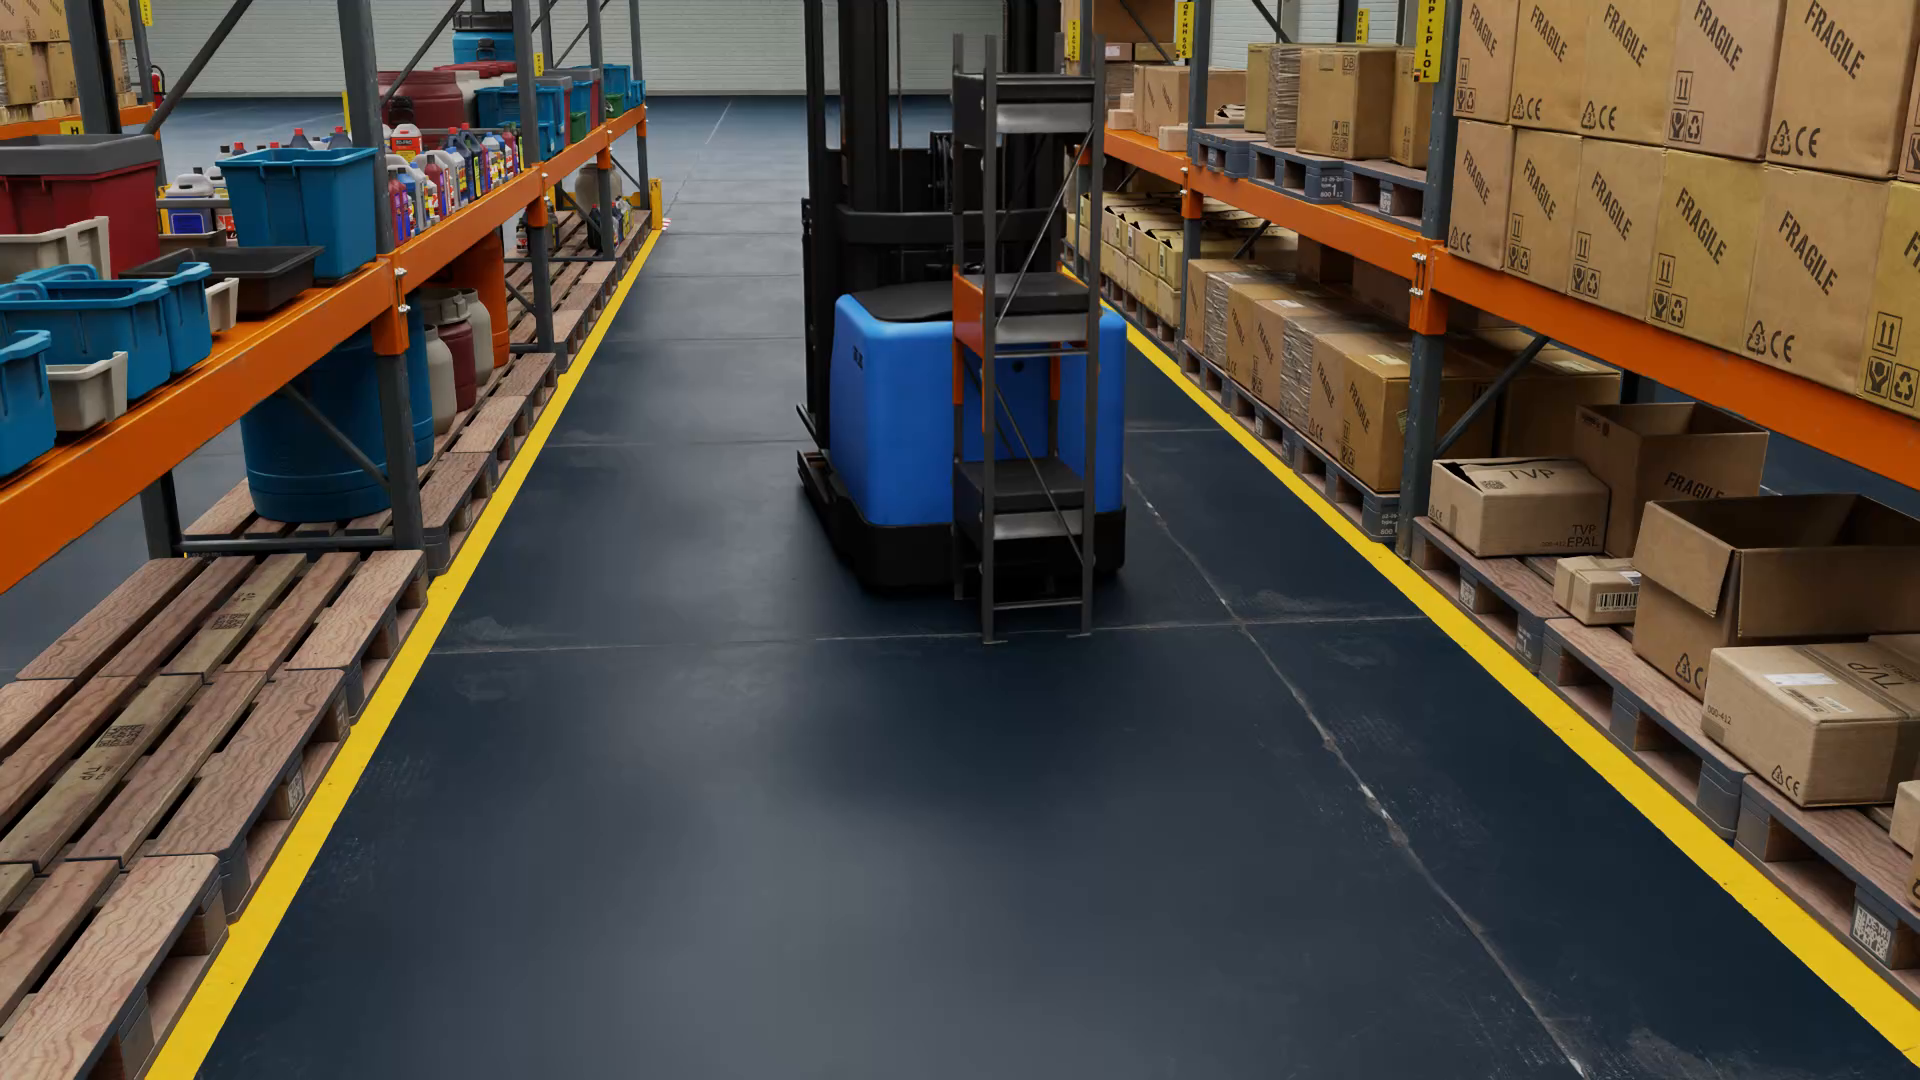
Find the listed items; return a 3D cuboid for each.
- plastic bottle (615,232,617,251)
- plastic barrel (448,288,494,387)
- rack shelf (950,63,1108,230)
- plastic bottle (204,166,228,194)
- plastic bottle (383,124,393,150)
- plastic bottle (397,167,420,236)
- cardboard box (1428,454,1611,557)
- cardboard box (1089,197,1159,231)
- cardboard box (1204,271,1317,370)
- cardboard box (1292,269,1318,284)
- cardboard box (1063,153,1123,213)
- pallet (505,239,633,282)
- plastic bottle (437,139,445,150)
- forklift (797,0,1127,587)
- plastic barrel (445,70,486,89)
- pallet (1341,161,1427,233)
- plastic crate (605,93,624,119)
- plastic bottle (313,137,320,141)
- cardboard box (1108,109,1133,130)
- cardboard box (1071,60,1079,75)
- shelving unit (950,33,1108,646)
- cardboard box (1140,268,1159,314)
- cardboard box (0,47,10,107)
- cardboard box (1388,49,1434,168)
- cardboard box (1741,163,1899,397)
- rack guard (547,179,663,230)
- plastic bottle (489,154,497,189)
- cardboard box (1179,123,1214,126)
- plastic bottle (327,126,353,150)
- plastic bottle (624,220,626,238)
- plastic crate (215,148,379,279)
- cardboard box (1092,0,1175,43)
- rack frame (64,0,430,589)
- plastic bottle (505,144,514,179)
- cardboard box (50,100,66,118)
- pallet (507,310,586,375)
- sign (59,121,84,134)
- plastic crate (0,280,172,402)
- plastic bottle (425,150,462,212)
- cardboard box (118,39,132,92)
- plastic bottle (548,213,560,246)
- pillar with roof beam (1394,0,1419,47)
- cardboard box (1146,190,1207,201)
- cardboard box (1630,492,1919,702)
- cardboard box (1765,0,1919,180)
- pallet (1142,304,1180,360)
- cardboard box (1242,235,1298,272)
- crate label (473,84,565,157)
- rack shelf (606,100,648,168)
[{"bbox_3d":[-3.030,-2.614,14.433,0.097,0.201,0.097,0,17,0],"label":"plastic bottle"},{"bbox_3d":[-2.796,-1.111,9.162,0.421,0.512,0.421,0,17,0],"label":"plastic barrel"},{"bbox_3d":[0.226,-1.361,5.717,0.431,0.518,0.480,-4,18,-12],"label":"rack shelf"},{"bbox_3d":[-2.997,-1.374,6.753,0.152,0.276,0.135,-2,18,-6],"label":"plastic bottle"},{"bbox_3d":[-3.287,-2.211,9.418,0.152,0.276,0.135,-2,18,-6],"label":"plastic bottle"},{"bbox_3d":[-2.265,-1.381,6.782,0.097,0.271,0.097,0,17,0],"label":"plastic bottle"},{"bbox_3d":[2.158,-0.164,6.447,0.500,0.311,0.500,-2,18,-6],"label":"cardboard box"},{"bbox_3d":[1.346,-2.628,13.494,0.500,0.311,0.500,-2,18,-6],"label":"cardboard box"},{"bbox_3d":[1.739,-1.278,9.678,0.500,0.500,0.500,-2,18,-8],"label":"cardboard box"},{"bbox_3d":[2.247,-1.307,9.770,0.500,0.500,0.500,-1,17,-3],"label":"cardboard box"},{"bbox_3d":[1.199,-3.279,15.252,0.500,0.500,0.500,-2,18,-6],"label":"cardboard box"},{"bbox_3d":[-3.451,-2.471,14.697,1.003,0.211,1.213,-2,18,-6],"label":"pallet"},{"bbox_3d":[-2.551,-1.846,8.243,0.061,0.283,0.133,-2,18,-6],"label":"plastic bottle"},{"bbox_3d":[-0.165,-1.621,7.448,1.130,2.935,3.031,-4,18,-12],"label":"forklift"},{"bbox_3d":[-3.372,-2.887,11.180,0.421,0.512,0.421,0,17,0],"label":"plastic barrel"},{"bbox_3d":[2.356,-1.519,7.327,1.003,0.211,1.213,-2,18,-6],"label":"pallet"},{"bbox_3d":[-3.282,-3.913,14.985,0.450,0.188,0.662,-2,18,-6],"label":"plastic crate"},{"bbox_3d":[-3.213,-1.868,8.316,0.061,0.283,0.133,-2,18,-6],"label":"plastic bottle"},{"bbox_3d":[1.393,-3.362,13.298,0.380,0.149,0.250,-2,18,-6],"label":"cardboard box"},{"bbox_3d":[1.392,-4.089,15.027,0.700,0.500,0.500,-2,18,-6],"label":"cardboard box"},{"bbox_3d":[0.226,-0.707,5.922,0.431,2.100,0.503,-4,18,-12],"label":"shelving unit"},{"bbox_3d":[1.564,-1.752,11.639,0.500,0.250,0.500,-2,18,-6],"label":"cardboard box"},{"bbox_3d":[-8.334,-3.773,13.524,0.875,0.500,0.500,-2,18,-6],"label":"cardboard box"},{"bbox_3d":[2.369,-1.968,7.570,0.700,0.500,0.500,1,17,3],"label":"cardboard box"},{"bbox_3d":[2.322,-0.653,4.083,0.500,0.500,0.500,-2,18,-5],"label":"cardboard box"},{"bbox_3d":[-3.781,-3.578,17.741,1.175,0.500,0.348,-2,18,-6],"label":"rack guard"},{"bbox_3d":[-2.466,-1.929,8.645,0.097,0.201,0.097,0,17,0],"label":"plastic bottle"},{"bbox_3d":[1.730,-2.819,11.568,0.380,0.149,0.250,0,17,-2],"label":"cardboard box"},{"bbox_3d":[-2.994,-1.830,8.081,0.144,0.351,0.185,-2,18,-6],"label":"plastic bottle"},{"bbox_3d":[-3.119,-2.870,15.248,0.097,0.201,0.097,0,17,0],"label":"plastic bottle"},{"bbox_3d":[-2.210,-1.109,5.630,0.392,0.384,0.575,-2,18,-6],"label":"plastic crate"},{"bbox_3d":[1.453,-4.551,14.333,0.700,0.500,0.500,-2,18,-5],"label":"cardboard box"},{"bbox_3d":[-2.598,-1.217,6.046,1.000,3.000,0.127,-2,18,-6],"label":"rack frame"},{"bbox_3d":[-2.527,-2.103,9.199,0.097,0.201,0.097,0,17,0],"label":"plastic bottle"},{"bbox_3d":[-8.240,-3.847,14.844,0.380,0.149,0.250,-2,18,-6],"label":"cardboard box"},{"bbox_3d":[-3.051,-1.310,10.998,1.003,0.211,1.213,-2,18,-6],"label":"pallet"},{"bbox_3d":[-3.145,-1.333,5.952,0.100,0.325,0.005,-2,18,-6],"label":"sign"},{"bbox_3d":[-2.019,-0.450,3.782,0.416,0.233,0.300,-2,18,-6],"label":"plastic crate"},{"bbox_3d":[-2.386,-1.652,7.640,0.152,0.276,0.135,-2,18,-6],"label":"plastic bottle"},{"bbox_3d":[-8.732,-4.664,16.362,0.875,0.500,0.500,-2,18,-6],"label":"cardboard box"},{"bbox_3d":[-3.651,-2.763,14.783,0.152,0.276,0.135,-2,18,-6],"label":"plastic bottle"},{"bbox_3d":[2.051,-9.433,22.201,9.100,9.000,0.400,-2,18,-6],"label":"pillar with roof beam"},{"bbox_3d":[1.832,-2.797,14.030,0.500,0.311,0.500,-2,18,-6],"label":"cardboard box"},{"bbox_3d":[2.529,0.172,5.055,0.797,0.503,0.637,-2,18,-6],"label":"cardboard box"},{"bbox_3d":[2.312,-1.131,3.935,0.500,0.500,0.500,-1,17,-4],"label":"cardboard box"},{"bbox_3d":[1.871,-1.477,11.528,1.003,0.211,1.213,-2,18,-6],"label":"pallet"},{"bbox_3d":[2.155,-1.882,11.116,0.500,0.311,0.500,-1,17,-4],"label":"cardboard box"},{"bbox_3d":[-2.844,-2.730,10.806,0.502,0.435,0.616,-2,18,-6],"label":"crate label"},{"bbox_3d":[-3.629,-3.853,15.643,1.077,0.370,4.000,-2,18,-6],"label":"rack shelf"}]
